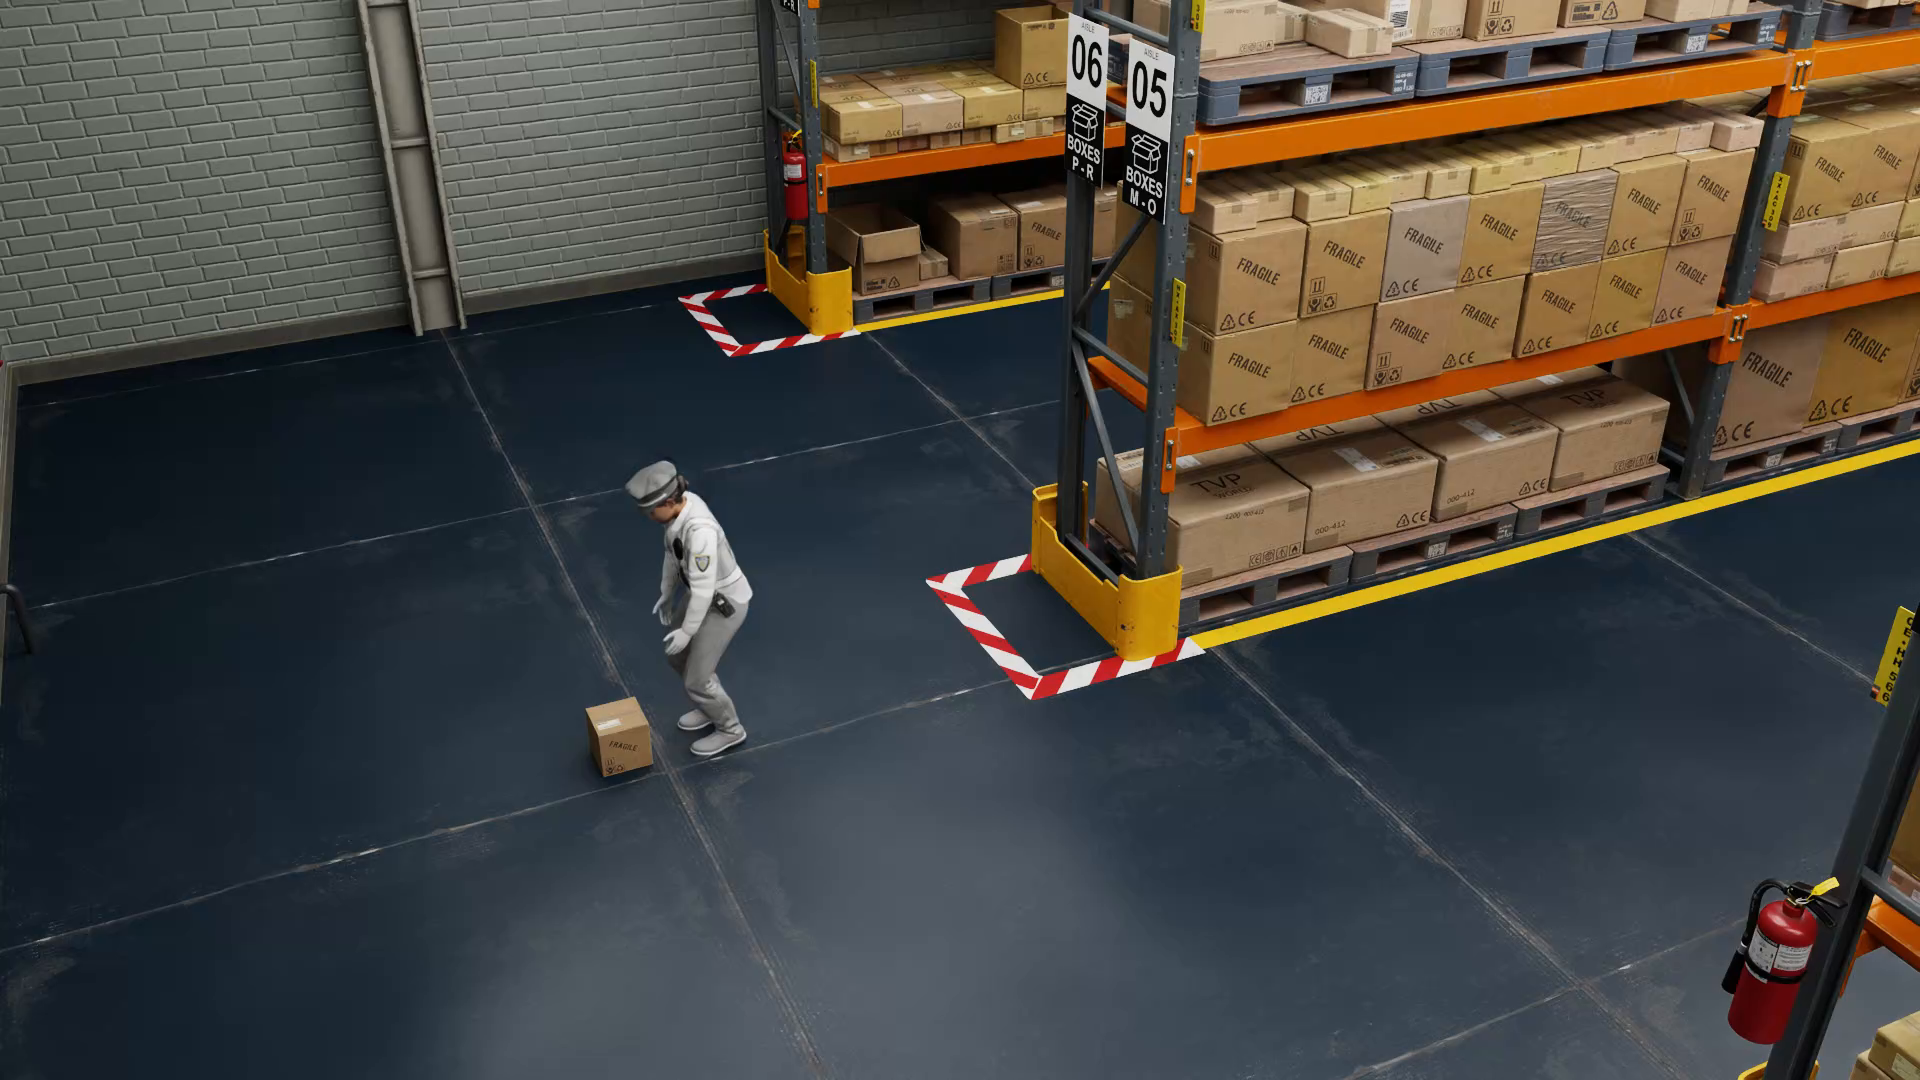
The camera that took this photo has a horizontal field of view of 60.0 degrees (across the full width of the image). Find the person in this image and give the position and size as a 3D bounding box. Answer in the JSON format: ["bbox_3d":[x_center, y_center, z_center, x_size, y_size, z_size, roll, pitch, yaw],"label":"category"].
[{"bbox_3d":[-1.269,0.327,7.989,0.548,1.559,0.520,-13,32,-21],"label":"person"}]
